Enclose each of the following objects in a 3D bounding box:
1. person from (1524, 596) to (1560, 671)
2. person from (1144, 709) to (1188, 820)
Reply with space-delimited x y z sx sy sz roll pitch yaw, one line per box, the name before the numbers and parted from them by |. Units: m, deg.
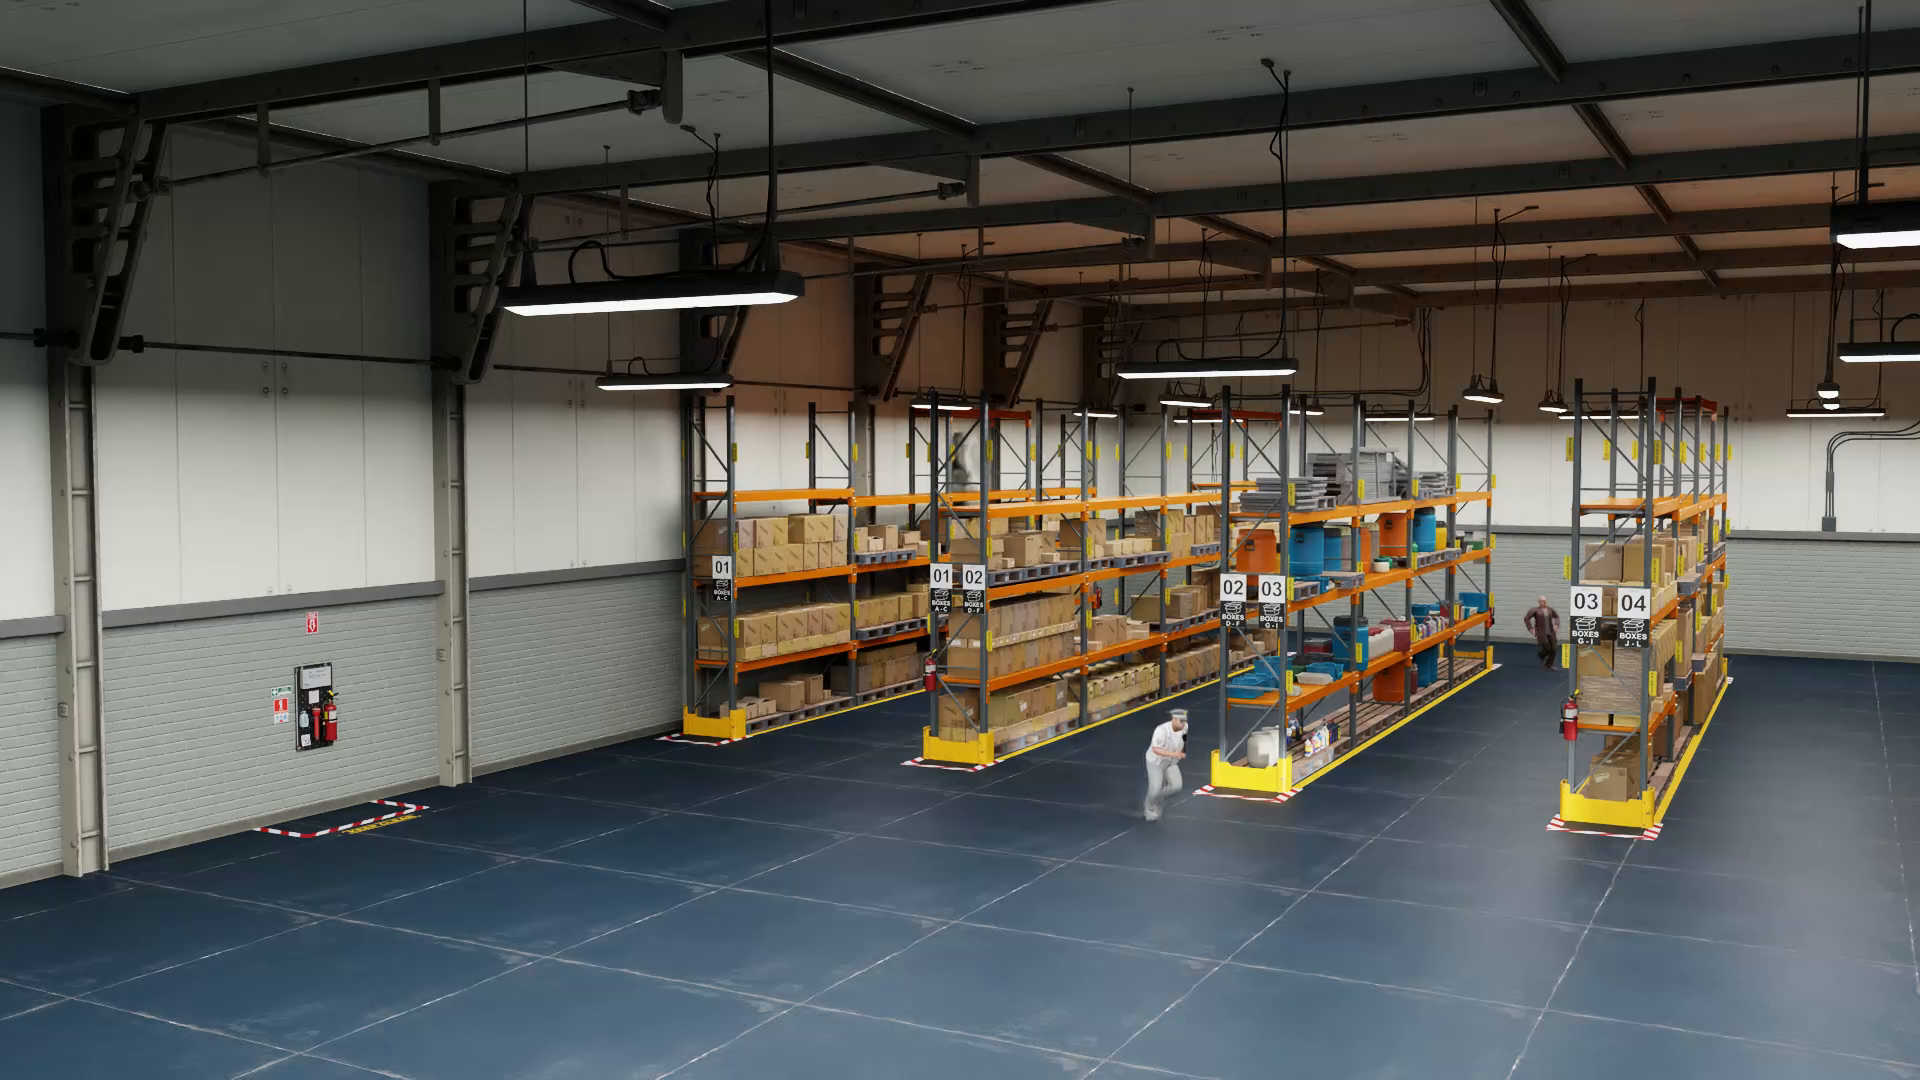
person | 13.394 2.143 38.172 0.810 1.713 0.599 0 3 -9
person | 2.830 3.029 22.430 0.700 1.578 0.911 -2 4 -32
